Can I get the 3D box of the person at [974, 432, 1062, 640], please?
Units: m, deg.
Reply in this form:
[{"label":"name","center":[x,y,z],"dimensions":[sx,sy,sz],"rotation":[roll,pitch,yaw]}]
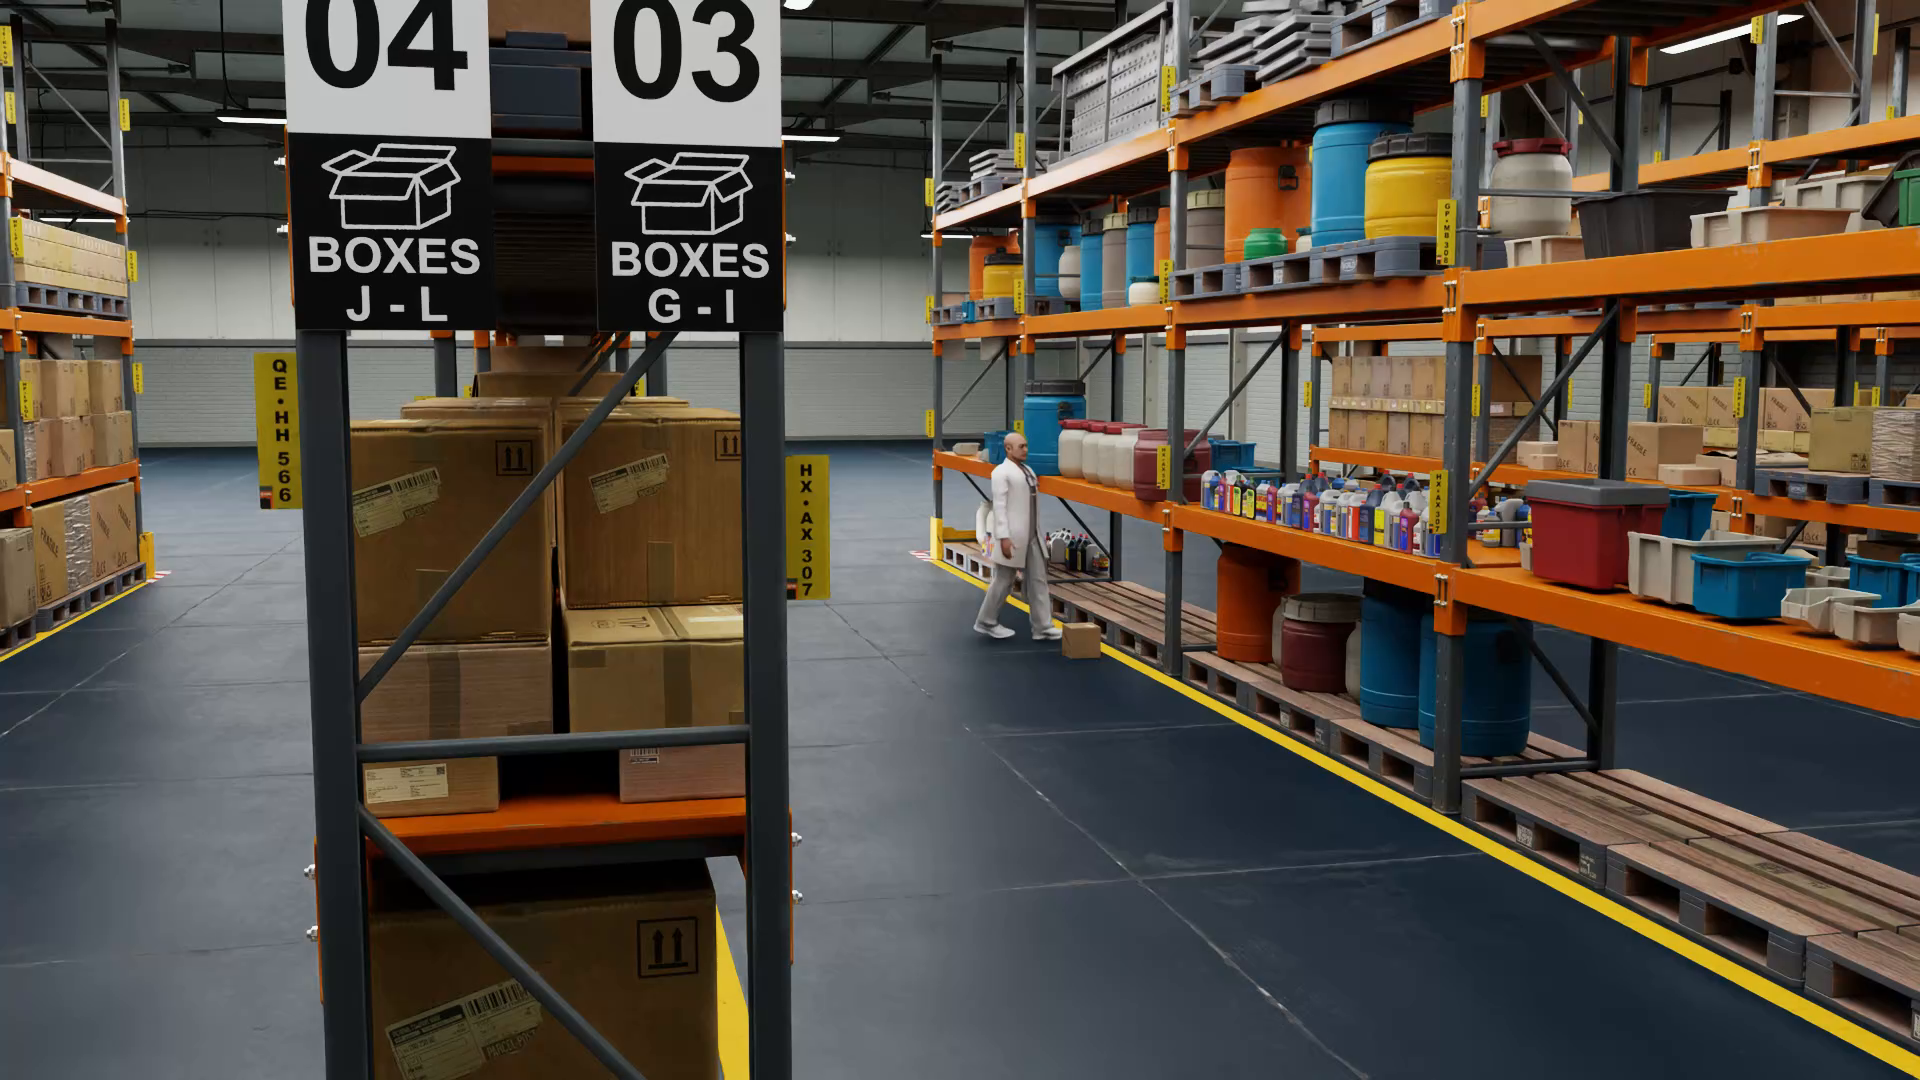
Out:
[{"label":"person","center":[0.524,-0.028,14.113],"dimensions":[0.870,1.765,0.607],"rotation":[4,7,37]}]
